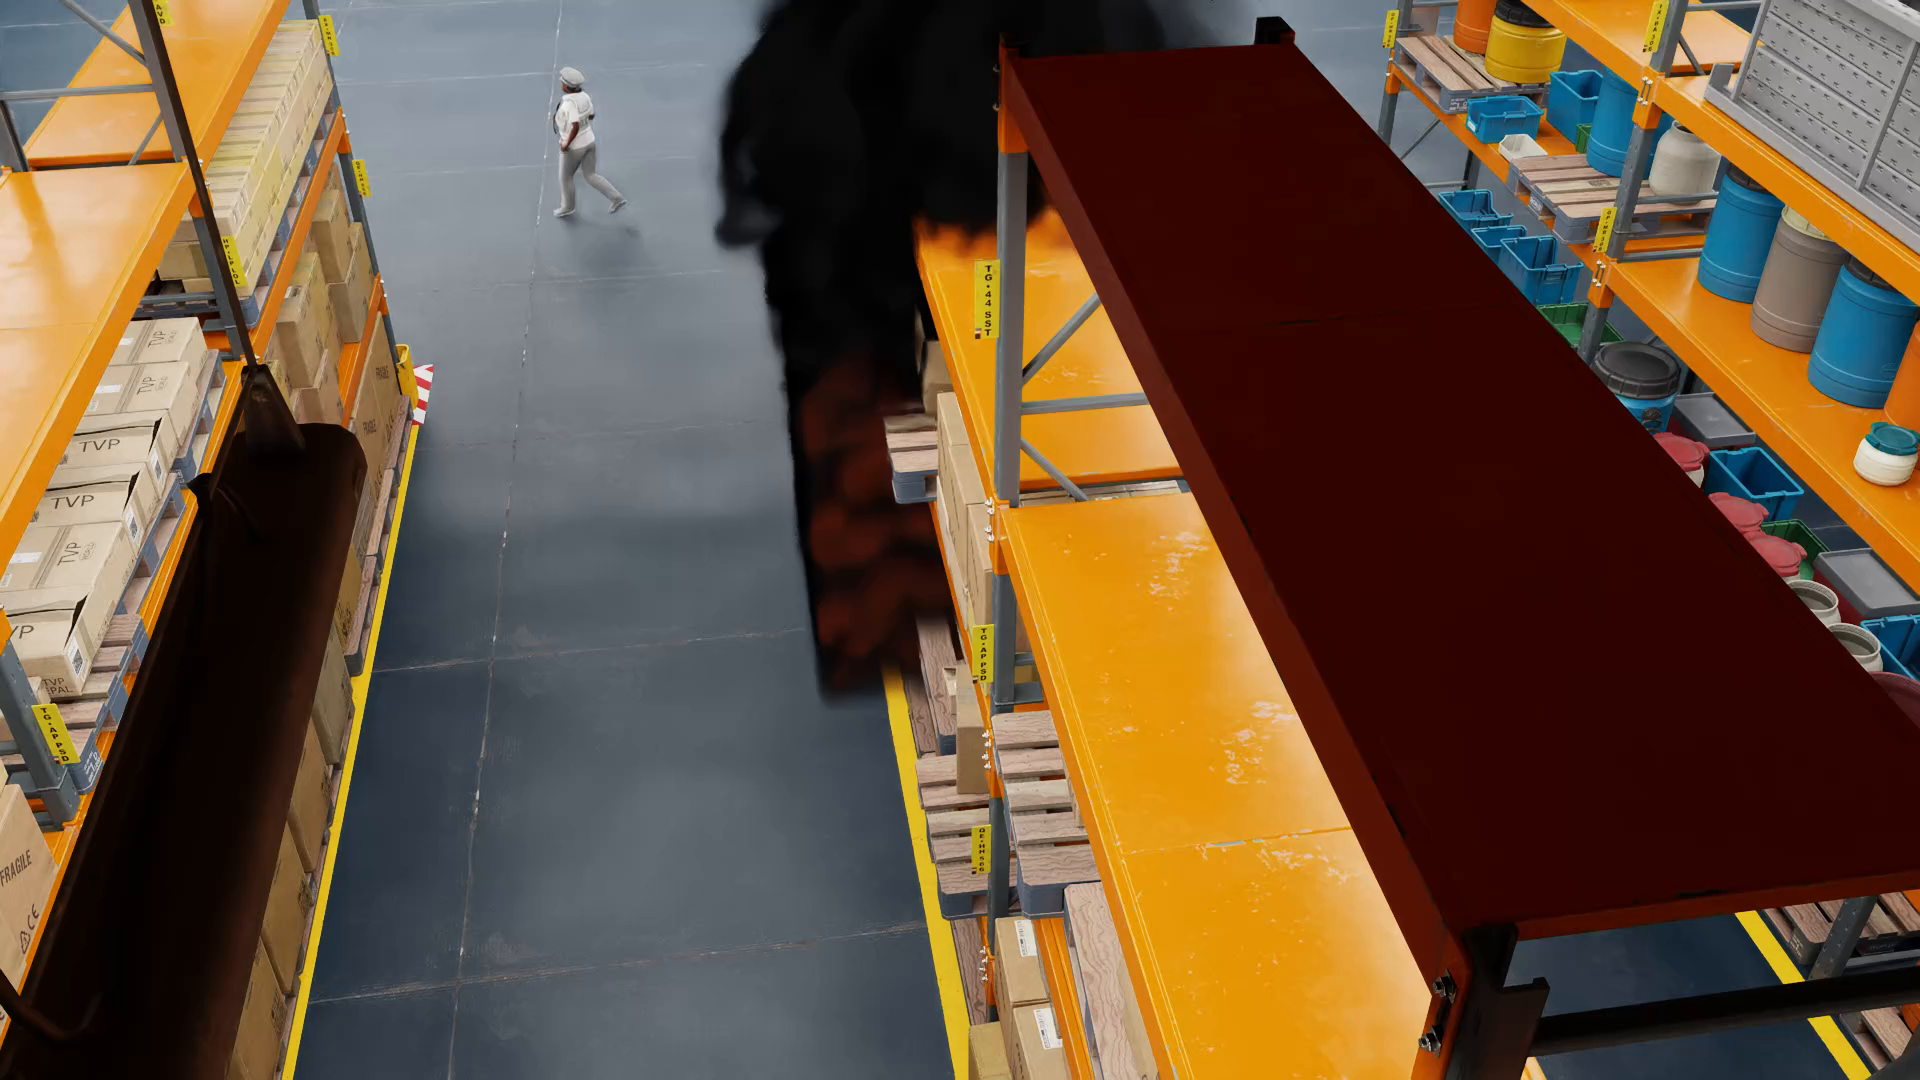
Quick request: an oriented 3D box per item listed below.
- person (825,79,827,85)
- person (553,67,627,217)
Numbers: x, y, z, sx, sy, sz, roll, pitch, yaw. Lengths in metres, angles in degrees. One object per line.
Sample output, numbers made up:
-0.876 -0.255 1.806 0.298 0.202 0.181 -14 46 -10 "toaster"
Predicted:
-1.139 -4.748 18.532 0.756 1.720 0.544 9 37 13 "person"
-4.054 -4.193 17.741 0.930 1.707 0.592 16 39 20 "person"
